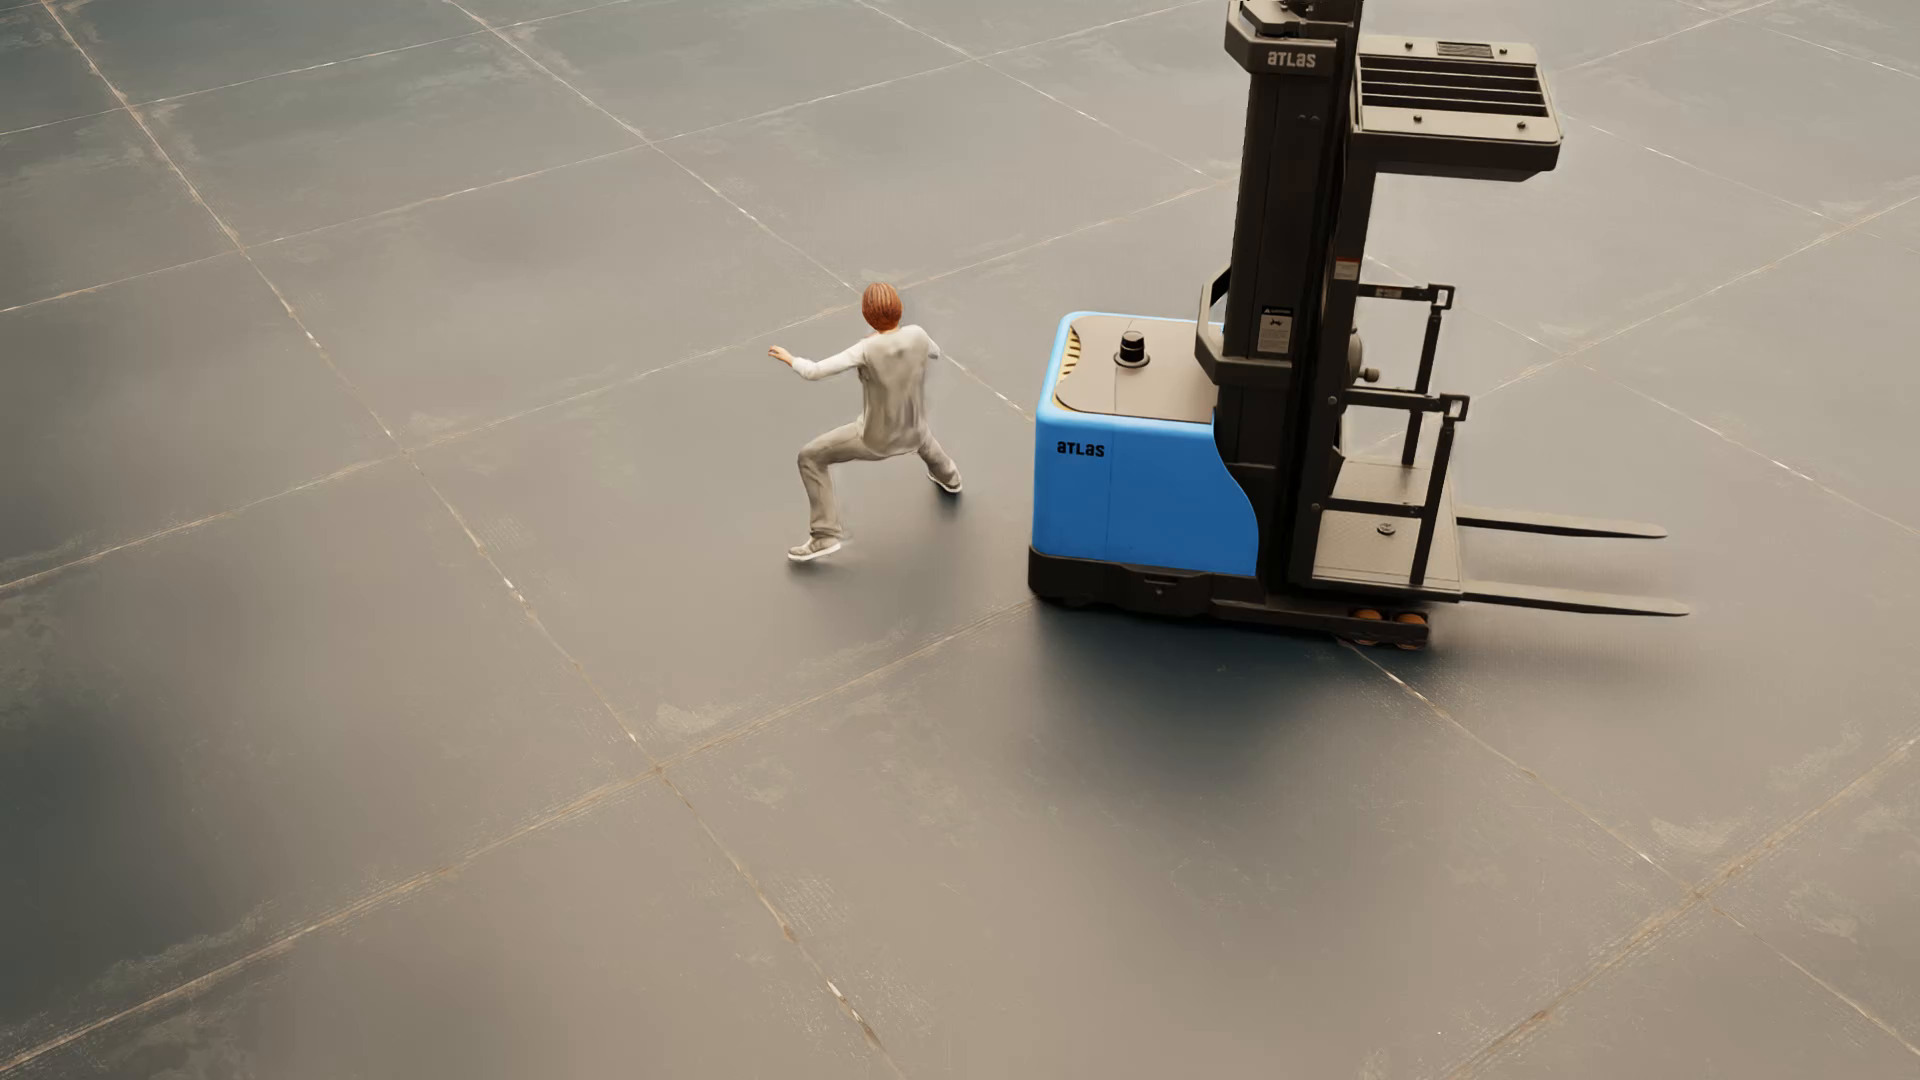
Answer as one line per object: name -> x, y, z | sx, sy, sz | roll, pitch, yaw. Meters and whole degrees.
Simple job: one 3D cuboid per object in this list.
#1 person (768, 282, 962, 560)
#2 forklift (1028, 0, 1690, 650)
person -> -0.429, -0.634, 8.116 | 1.069, 1.368, 0.601 | -18, 40, -22
forklift -> 1.892, -1.012, 7.313 | 3.031, 2.935, 1.130 | 6, 37, 8
